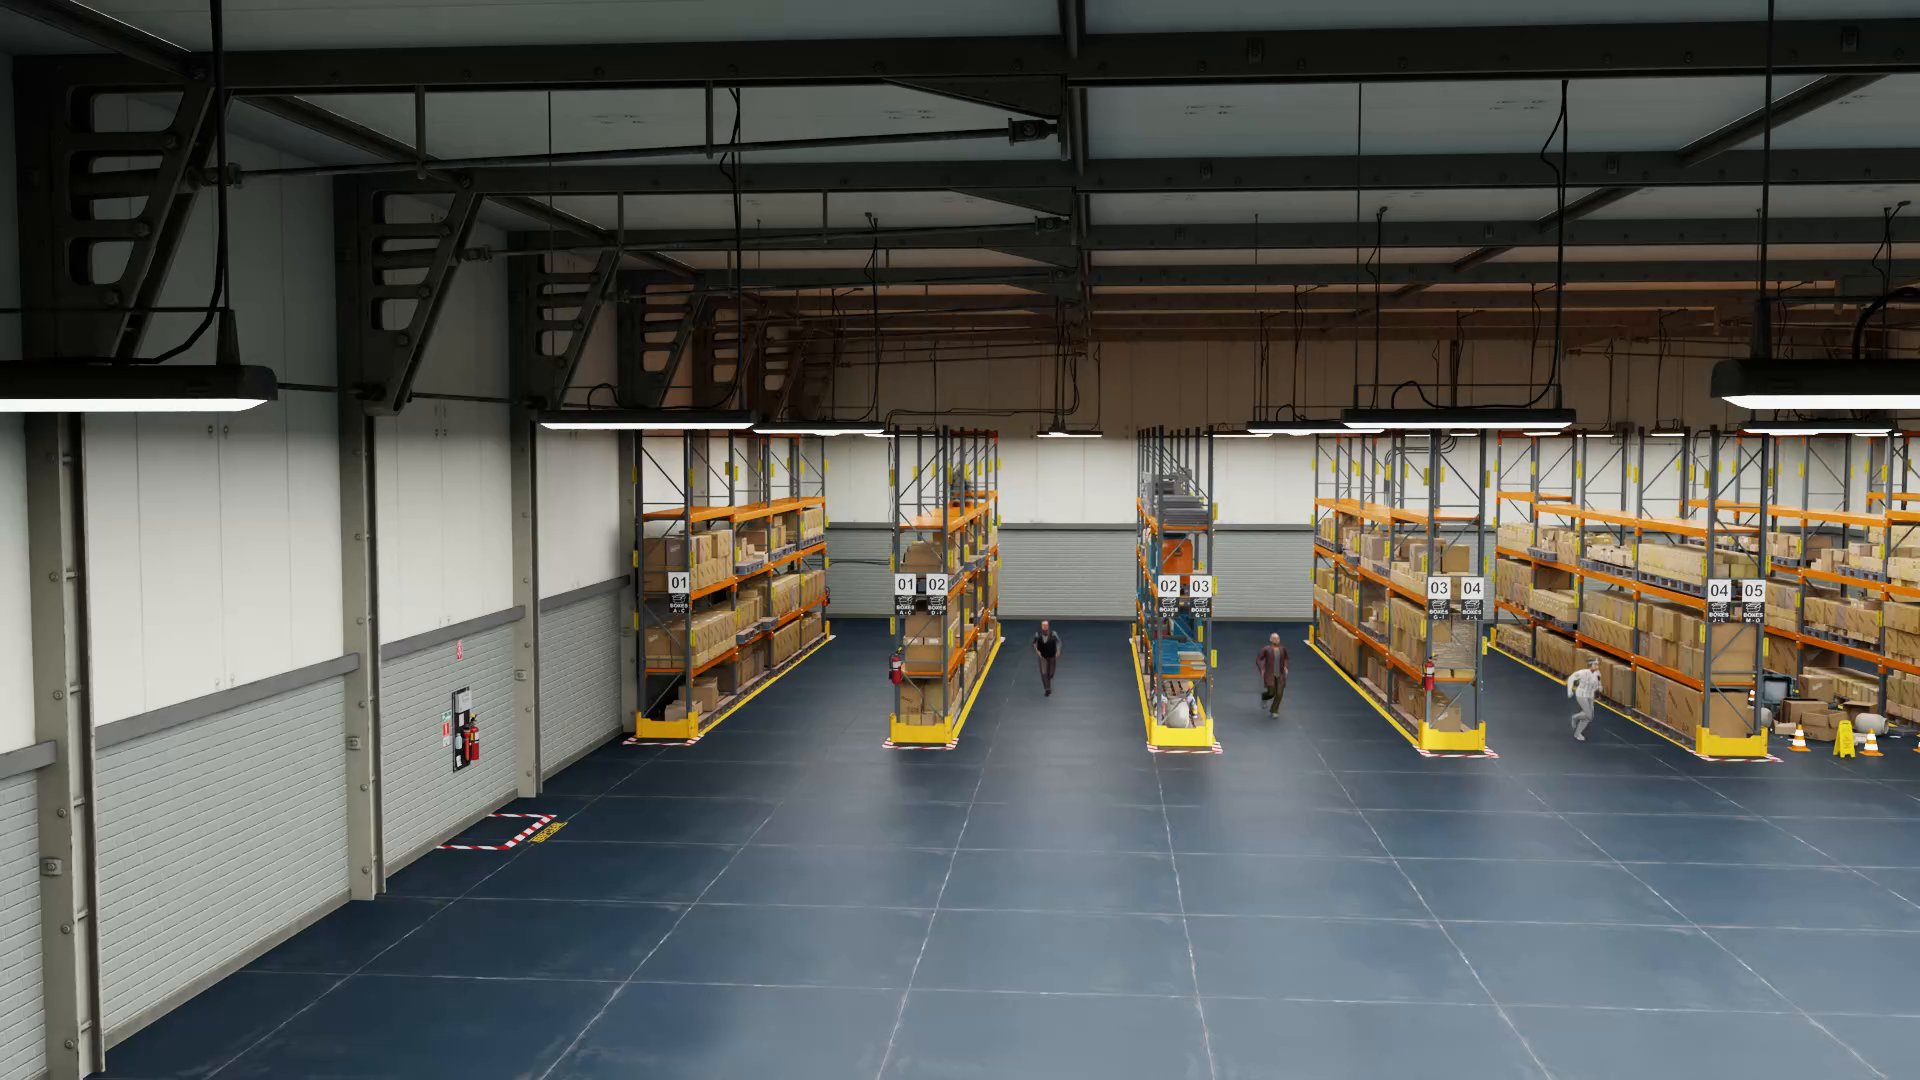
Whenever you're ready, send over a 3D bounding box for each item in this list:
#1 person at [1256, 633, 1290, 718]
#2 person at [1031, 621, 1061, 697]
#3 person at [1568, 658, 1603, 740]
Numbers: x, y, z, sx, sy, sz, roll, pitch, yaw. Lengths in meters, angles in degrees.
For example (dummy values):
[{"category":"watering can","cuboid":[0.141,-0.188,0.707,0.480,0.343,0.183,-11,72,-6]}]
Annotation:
[{"category":"person","cuboid":[6.502,2.798,34.449,0.724,1.735,0.689,0,3,-8]},{"category":"person","cuboid":[1.945,2.656,37.485,0.678,1.697,0.765,0,3,1]},{"category":"person","cuboid":[11.964,3.024,31.726,0.604,1.612,0.667,-2,4,-24]}]
